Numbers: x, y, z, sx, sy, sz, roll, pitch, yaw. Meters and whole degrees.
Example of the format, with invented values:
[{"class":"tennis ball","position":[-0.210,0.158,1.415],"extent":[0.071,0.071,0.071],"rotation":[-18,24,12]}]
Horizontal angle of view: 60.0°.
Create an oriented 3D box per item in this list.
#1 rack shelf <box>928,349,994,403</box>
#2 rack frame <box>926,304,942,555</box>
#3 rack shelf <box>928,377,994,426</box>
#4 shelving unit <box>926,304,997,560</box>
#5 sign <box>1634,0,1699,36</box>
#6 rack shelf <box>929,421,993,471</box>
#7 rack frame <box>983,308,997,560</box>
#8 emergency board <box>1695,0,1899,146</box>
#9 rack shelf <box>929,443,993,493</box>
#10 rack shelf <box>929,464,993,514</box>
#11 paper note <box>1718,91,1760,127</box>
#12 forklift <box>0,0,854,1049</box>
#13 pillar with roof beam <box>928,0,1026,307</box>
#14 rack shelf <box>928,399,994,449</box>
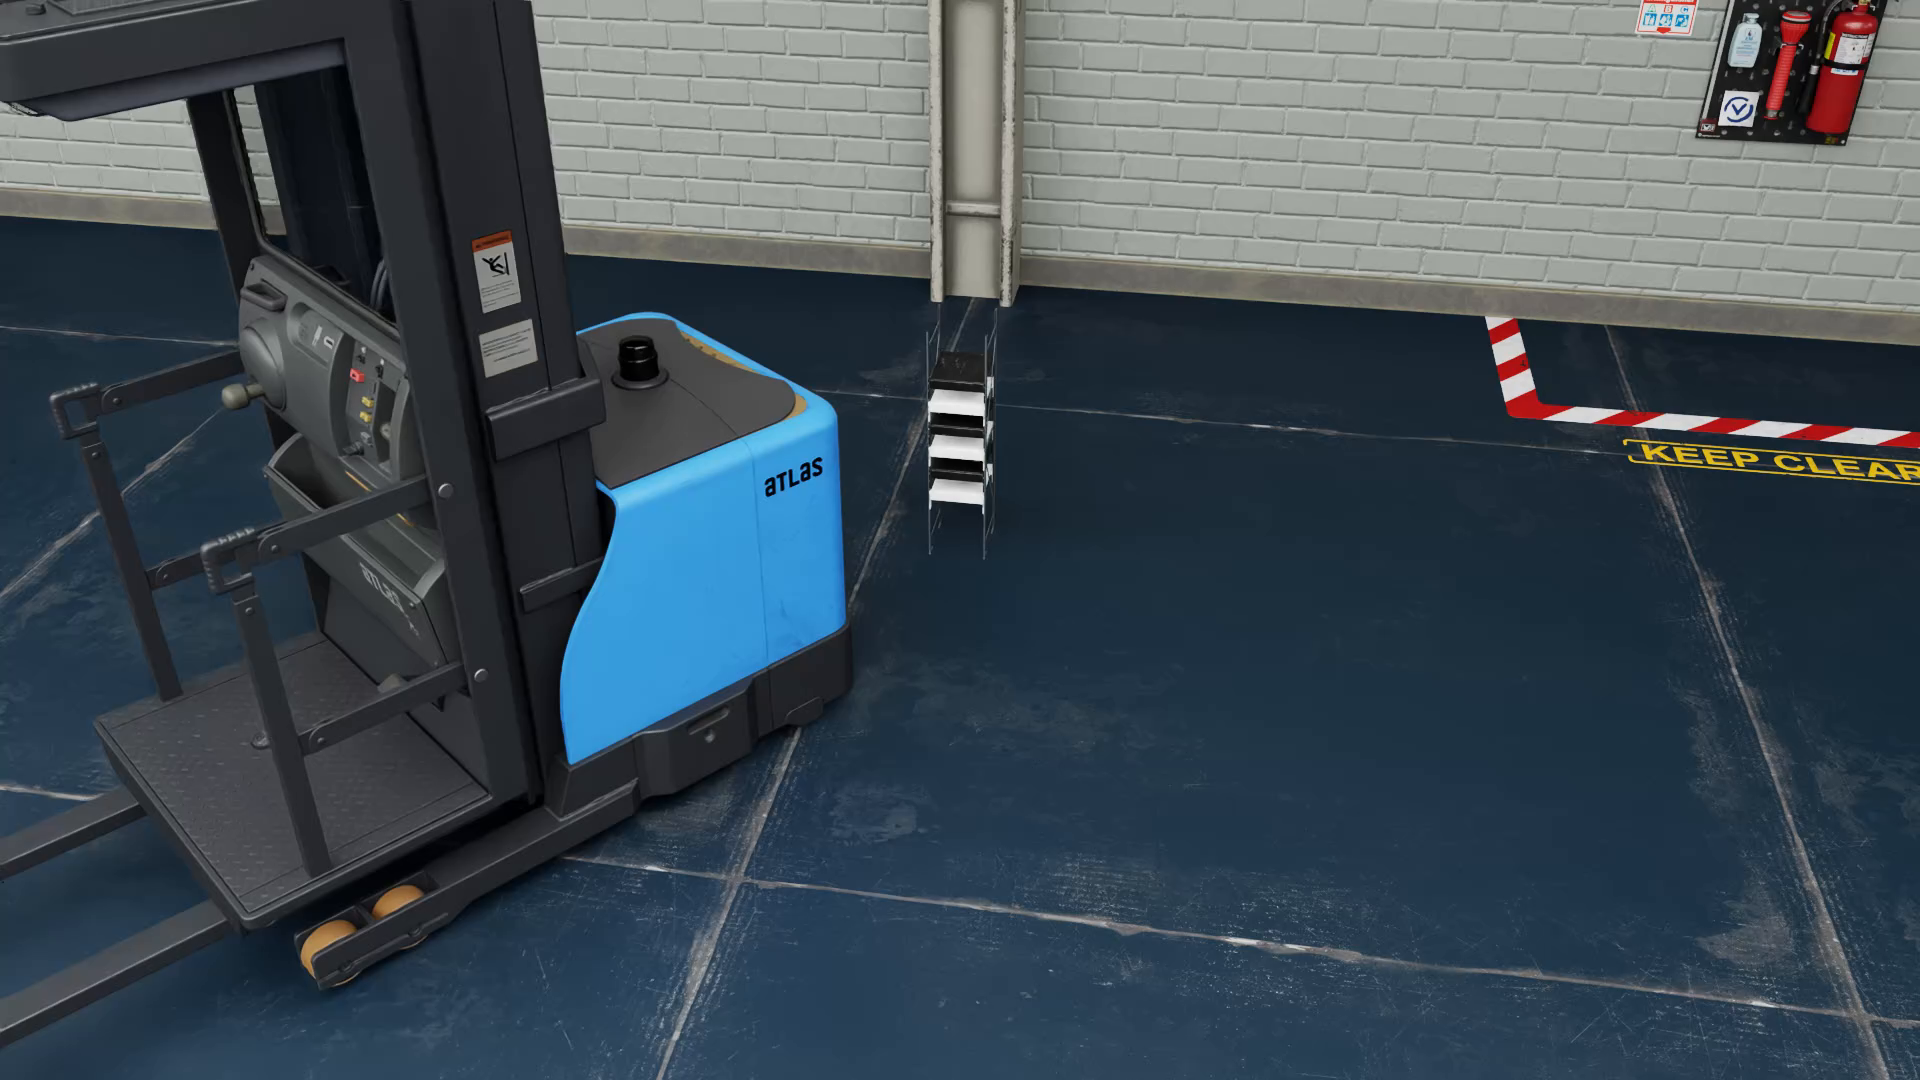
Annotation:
[{"class":"rack shelf","position":[0.008,-0.581,5.884],"extent":[0.200,0.077,0.258],"rotation":[5,32,8]},{"class":"rack frame","position":[-0.092,-0.390,6.025],"extent":[0.006,0.900,0.240],"rotation":[5,32,8]},{"class":"rack shelf","position":[0.008,-0.505,5.932],"extent":[0.200,0.077,0.258],"rotation":[5,32,8]},{"class":"shelving unit","position":[0.008,-0.381,6.010],"extent":[0.210,0.900,0.258],"rotation":[5,32,8]},{"class":"sign","position":[3.036,-2.322,7.099],"extent":[0.234,0.329,0.001],"rotation":[5,32,8]},{"class":"rack shelf","position":[0.008,-0.352,6.028],"extent":[0.200,0.077,0.258],"rotation":[5,32,8]},{"class":"rack frame","position":[0.108,-0.372,5.996],"extent":[0.006,0.900,0.240],"rotation":[5,32,8]},{"class":"emergency board","position":[3.564,-2.204,6.944],"extent":[0.643,1.169,0.194],"rotation":[5,32,8]},{"class":"rack shelf","position":[0.008,-0.276,6.076],"extent":[0.200,0.077,0.258],"rotation":[5,32,8]},{"class":"rack shelf","position":[0.008,-0.200,6.123],"extent":[0.200,0.077,0.258],"rotation":[5,32,8]},{"class":"paper note","position":[3.401,-1.882,7.260],"extent":[0.142,0.148,0.016],"rotation":[5,32,8]},{"class":"forklift","position":[-1.770,-0.384,4.102],"extent":[3.031,2.935,1.130],"rotation":[-26,40,-35]},{"class":"pillar with roof beam","position":[-0.645,-2.790,2.226],"extent":[0.400,9.000,9.100],"rotation":[5,32,8]},{"class":"rack shelf","position":[0.008,-0.429,5.980],"extent":[0.200,0.077,0.258],"rotation":[5,32,8]}]
